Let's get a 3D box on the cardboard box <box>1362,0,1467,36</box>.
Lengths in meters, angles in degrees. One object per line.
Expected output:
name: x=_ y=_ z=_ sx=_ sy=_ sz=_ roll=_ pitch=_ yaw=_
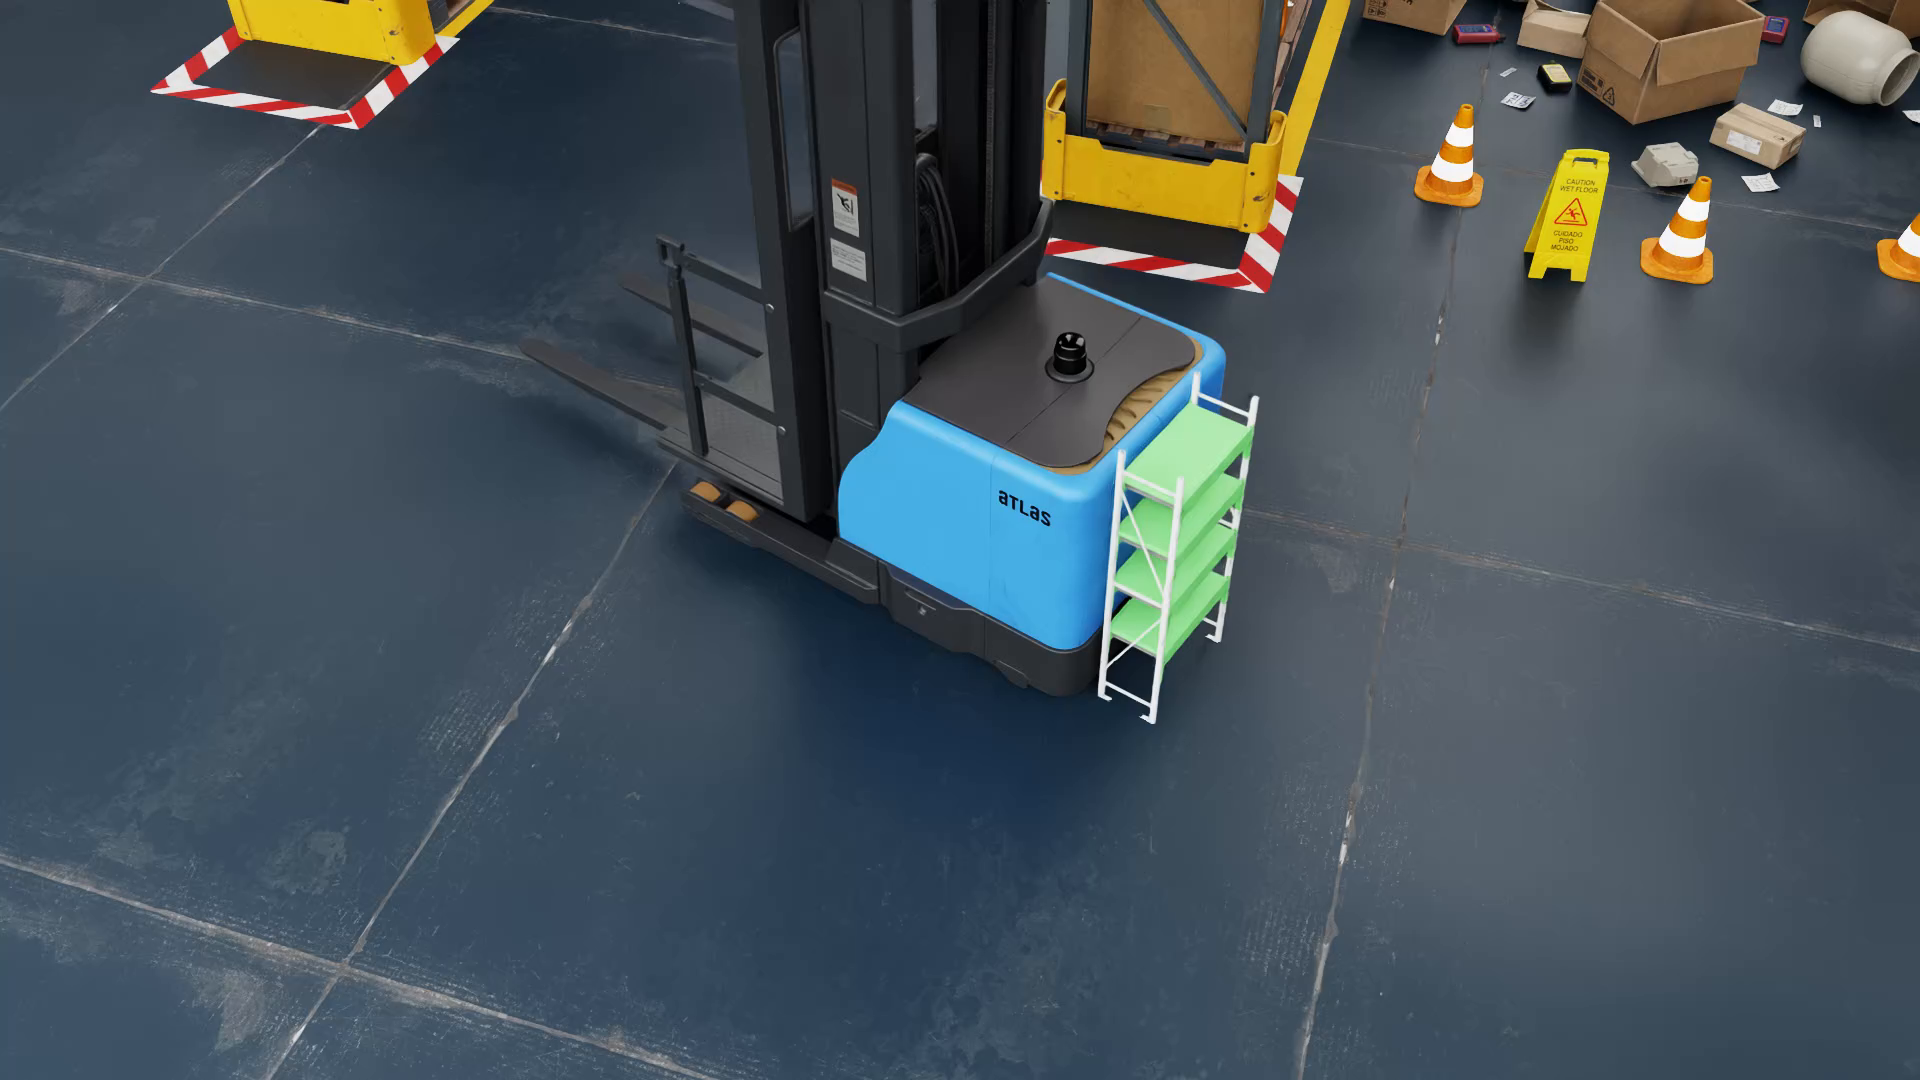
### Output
cardboard box: x=2.738 y=-3.369 z=9.834 sx=0.500 sy=0.500 sz=0.500 roll=20 pitch=48 yaw=19

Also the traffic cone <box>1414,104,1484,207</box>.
traffic cone: x=2.533 y=-1.994 z=8.457 sx=0.336 sy=0.463 sz=0.334 roll=13 pitch=46 yaw=13

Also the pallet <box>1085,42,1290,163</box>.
pallet: x=1.186 y=-2.401 z=9.052 sx=1.003 sy=0.211 sz=1.213 roll=13 pitch=46 yaw=13

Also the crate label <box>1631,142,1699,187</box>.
crate label: x=3.686 y=-1.949 z=8.644 sx=0.250 sy=0.136 sz=0.298 roll=-9 pitch=45 yaw=-9

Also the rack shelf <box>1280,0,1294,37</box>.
rack shelf: x=1.625 y=-3.924 z=9.129 sx=1.077 sy=0.370 sz=4.000 roll=13 pitch=46 yaw=13

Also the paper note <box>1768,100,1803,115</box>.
paper note: x=4.556 y=-2.388 z=9.176 sx=0.148 sy=0.019 sz=0.142 roll=28 pitch=51 yaw=26

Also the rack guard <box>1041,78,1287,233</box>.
rack guard: x=1.012 y=-1.938 z=8.373 sx=1.175 sy=0.500 sz=0.348 roll=13 pitch=46 yaw=13

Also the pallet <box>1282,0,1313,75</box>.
pallet: x=1.558 y=-3.211 z=9.881 sx=1.003 sy=0.211 sz=1.213 roll=13 pitch=46 yaw=13

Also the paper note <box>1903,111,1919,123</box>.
paper note: x=5.264 y=-2.319 z=9.098 sx=0.142 sy=0.019 sz=0.148 roll=-2 pitch=44 yaw=-2

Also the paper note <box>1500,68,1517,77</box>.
paper note: x=3.120 y=-2.663 z=9.464 sx=0.123 sy=0.001 sz=0.032 roll=-33 pitch=53 yaw=-29

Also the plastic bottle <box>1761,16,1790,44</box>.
plastic bottle: x=4.800 y=-3.020 z=9.792 sx=0.133 sy=0.061 sz=0.283 roll=20 pitch=48 yaw=19

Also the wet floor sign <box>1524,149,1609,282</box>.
wet floor sign: x=2.897 y=-1.568 z=7.891 sx=0.267 sy=0.644 sz=0.232 roll=5 pitch=45 yaw=5

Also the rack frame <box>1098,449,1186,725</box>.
rack frame: x=0.610 y=0.191 z=5.696 sx=0.240 sy=1.200 sz=0.015 roll=26 pitch=50 yaw=25

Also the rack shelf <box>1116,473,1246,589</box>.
rack shelf: x=0.751 y=-0.074 z=5.716 sx=0.258 sy=0.148 sz=0.480 roll=26 pitch=50 yaw=25

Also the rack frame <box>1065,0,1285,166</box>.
rack frame: x=1.019 y=-2.848 z=7.515 sx=1.000 sy=3.000 sz=0.127 roll=13 pitch=46 yaw=13

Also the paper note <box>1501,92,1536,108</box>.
paper note: x=3.099 y=-2.444 z=9.227 sx=0.144 sy=0.017 sz=0.142 roll=28 pitch=51 yaw=26

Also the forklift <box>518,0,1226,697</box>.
forklift: x=-0.523 y=-1.313 z=5.996 sx=3.031 sy=2.935 sz=1.130 roll=27 pitch=50 yaw=25

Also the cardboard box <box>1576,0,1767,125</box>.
cardboard box: x=3.886 y=-2.681 z=9.130 sx=0.797 sy=0.503 sz=0.637 roll=-16 pitch=47 yaw=-16

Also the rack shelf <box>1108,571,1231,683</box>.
rack shelf: x=0.752 y=0.269 z=6.050 sx=0.258 sy=0.148 sz=0.480 roll=26 pitch=50 yaw=25

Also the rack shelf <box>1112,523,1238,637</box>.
rack shelf: x=0.752 y=0.098 z=5.883 sx=0.258 sy=0.148 sz=0.480 roll=26 pitch=50 yaw=25

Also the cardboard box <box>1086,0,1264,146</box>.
cardboard box: x=1.161 y=-2.704 z=8.588 sx=0.875 sy=0.875 sz=0.875 roll=13 pitch=46 yaw=13

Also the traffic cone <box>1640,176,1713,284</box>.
traffic cone: x=3.507 y=-1.528 z=7.981 sx=0.336 sy=0.463 sz=0.334 roll=13 pitch=46 yaw=13

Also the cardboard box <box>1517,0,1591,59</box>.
cardboard box: x=3.465 y=-3.001 z=9.627 sx=0.396 sy=0.266 sz=0.258 roll=20 pitch=48 yaw=19

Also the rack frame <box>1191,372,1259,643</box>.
rack frame: x=0.893 y=-0.087 z=5.981 sx=0.240 sy=1.200 sz=0.015 roll=26 pitch=50 yaw=25

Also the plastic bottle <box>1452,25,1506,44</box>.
plastic bottle: x=3.041 y=-2.962 z=9.733 sx=0.283 sy=0.061 sz=0.133 roll=-2 pitch=44 yaw=-2

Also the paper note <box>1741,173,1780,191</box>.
paper note: x=4.156 y=-1.857 z=8.626 sx=0.148 sy=0.019 sz=0.142 roll=-2 pitch=44 yaw=-2

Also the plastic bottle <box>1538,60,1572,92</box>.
plastic bottle: x=3.349 y=-2.626 z=9.390 sx=0.133 sy=0.061 sz=0.283 roll=-2 pitch=44 yaw=-2

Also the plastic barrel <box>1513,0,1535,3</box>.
plastic barrel: x=3.349 y=-3.512 z=10.036 sx=0.421 sy=0.421 sz=0.512 roll=-24 pitch=49 yaw=-22

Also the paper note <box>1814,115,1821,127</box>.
paper note: x=4.681 y=-2.287 z=9.080 sx=0.032 sy=0.001 sz=0.123 roll=13 pitch=46 yaw=13

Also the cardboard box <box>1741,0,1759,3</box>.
cardboard box: x=4.686 y=-3.467 z=10.103 sx=0.258 sy=0.266 sz=0.396 roll=-16 pitch=47 yaw=-16

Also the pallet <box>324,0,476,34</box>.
pallet: x=-3.375 y=-3.554 z=10.231 sx=1.003 sy=0.211 sz=1.213 roll=13 pitch=46 yaw=13

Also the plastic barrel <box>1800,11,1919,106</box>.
plastic barrel: x=4.950 y=-2.643 z=9.149 sx=0.421 sy=0.421 sz=0.512 roll=-24 pitch=49 yaw=-22

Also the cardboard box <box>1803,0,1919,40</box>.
cardboard box: x=5.357 y=-3.214 z=9.676 sx=0.500 sy=0.500 sz=0.500 roll=-24 pitch=49 yaw=-22

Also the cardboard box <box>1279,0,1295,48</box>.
cardboard box: x=1.426 y=-3.291 z=9.188 sx=0.875 sy=0.875 sz=0.875 roll=12 pitch=46 yaw=12

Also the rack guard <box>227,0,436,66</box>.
rack guard: x=-3.655 y=-3.123 z=9.584 sx=1.175 sy=0.500 sz=0.348 roll=13 pitch=46 yaw=13

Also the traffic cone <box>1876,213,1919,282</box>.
traffic cone: x=4.668 y=-1.520 z=7.972 sx=0.336 sy=0.463 sz=0.334 roll=13 pitch=46 yaw=13

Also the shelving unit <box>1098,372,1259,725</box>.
shelving unit: x=0.751 y=0.052 z=5.838 sx=0.258 sy=1.200 sz=0.503 roll=26 pitch=50 yaw=25

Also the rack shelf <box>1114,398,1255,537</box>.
rack shelf: x=0.750 y=-0.246 z=5.548 sx=0.258 sy=0.148 sz=0.480 roll=26 pitch=50 yaw=25

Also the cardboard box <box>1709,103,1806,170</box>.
cardboard box: x=4.239 y=-2.149 z=8.840 sx=0.250 sy=0.149 sz=0.380 roll=-33 pitch=53 yaw=-29
